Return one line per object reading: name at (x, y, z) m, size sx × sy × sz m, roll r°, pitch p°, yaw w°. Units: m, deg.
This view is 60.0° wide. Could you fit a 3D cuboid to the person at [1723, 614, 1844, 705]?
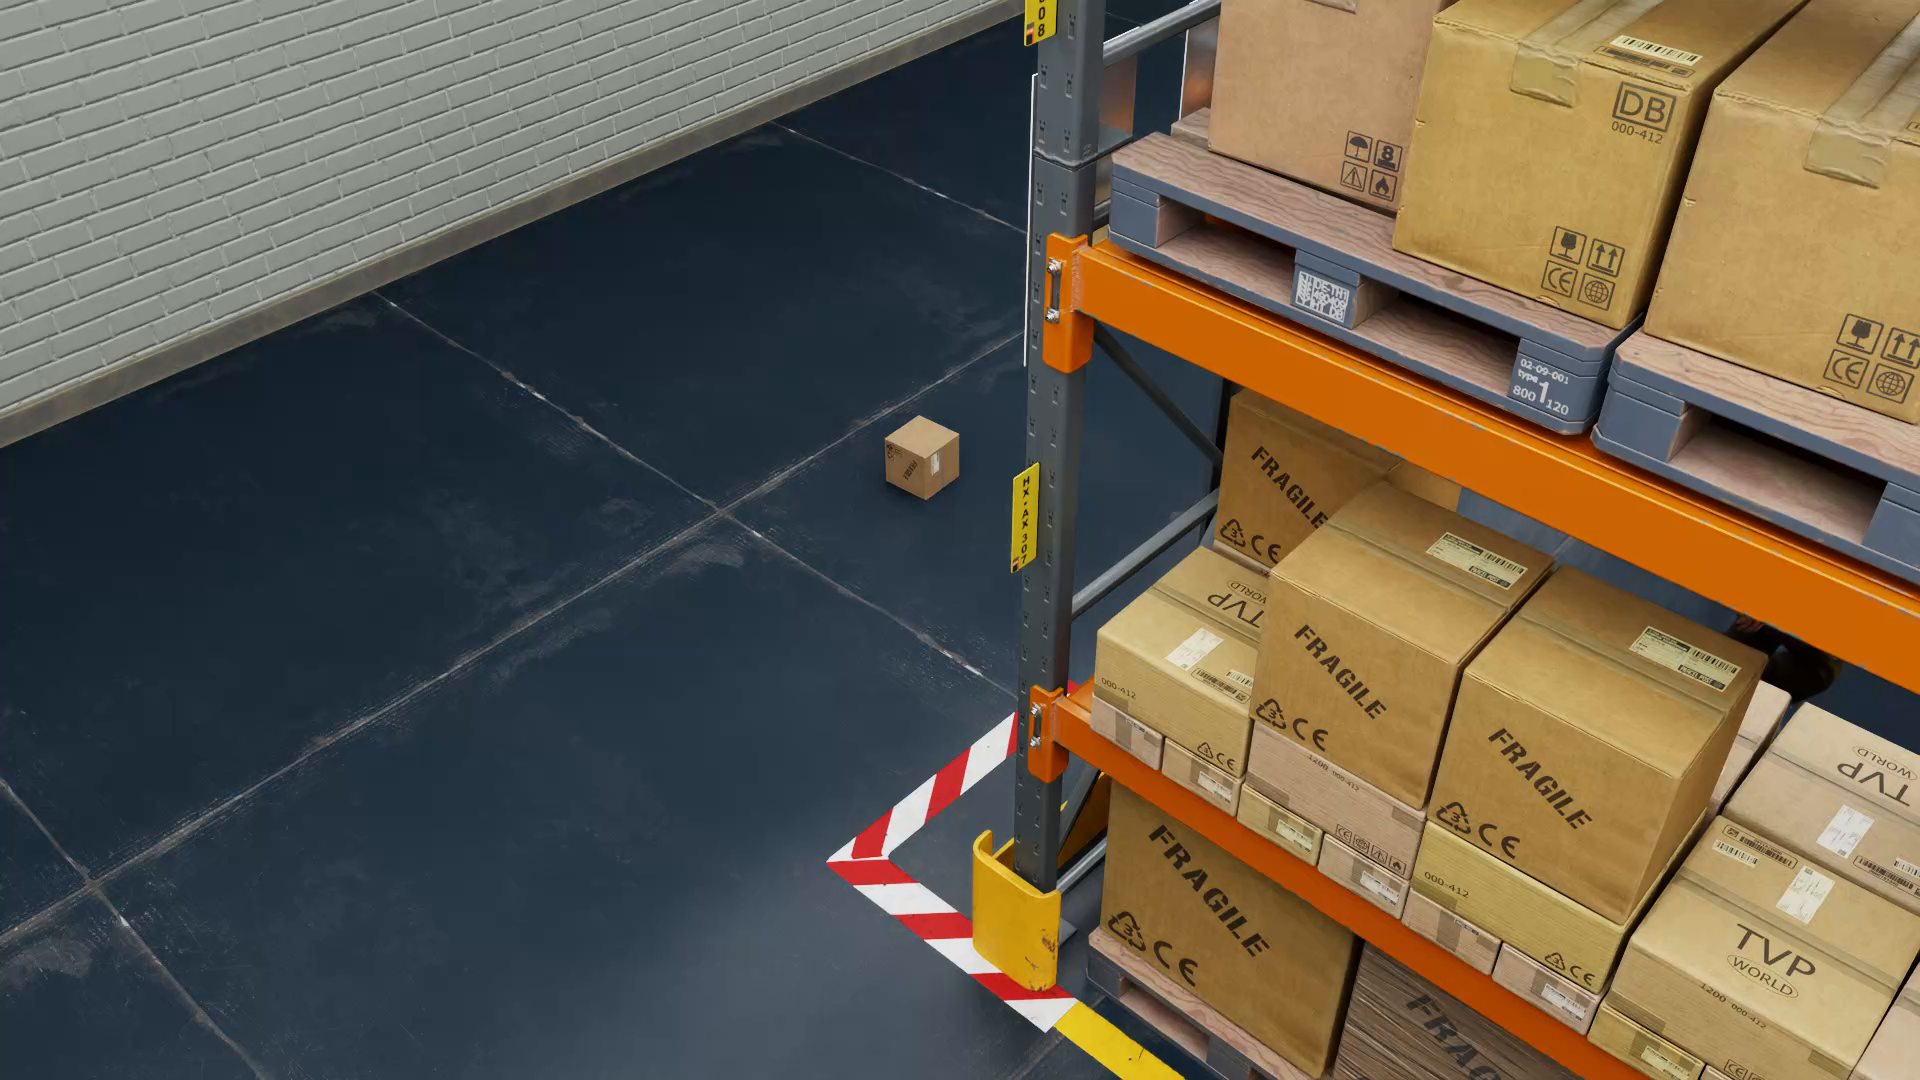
person at (3.058, 0.096, 6.025) m, size 0.480 × 1.796 × 0.610 m, roll 19°, pitch 42°, yaw 22°
